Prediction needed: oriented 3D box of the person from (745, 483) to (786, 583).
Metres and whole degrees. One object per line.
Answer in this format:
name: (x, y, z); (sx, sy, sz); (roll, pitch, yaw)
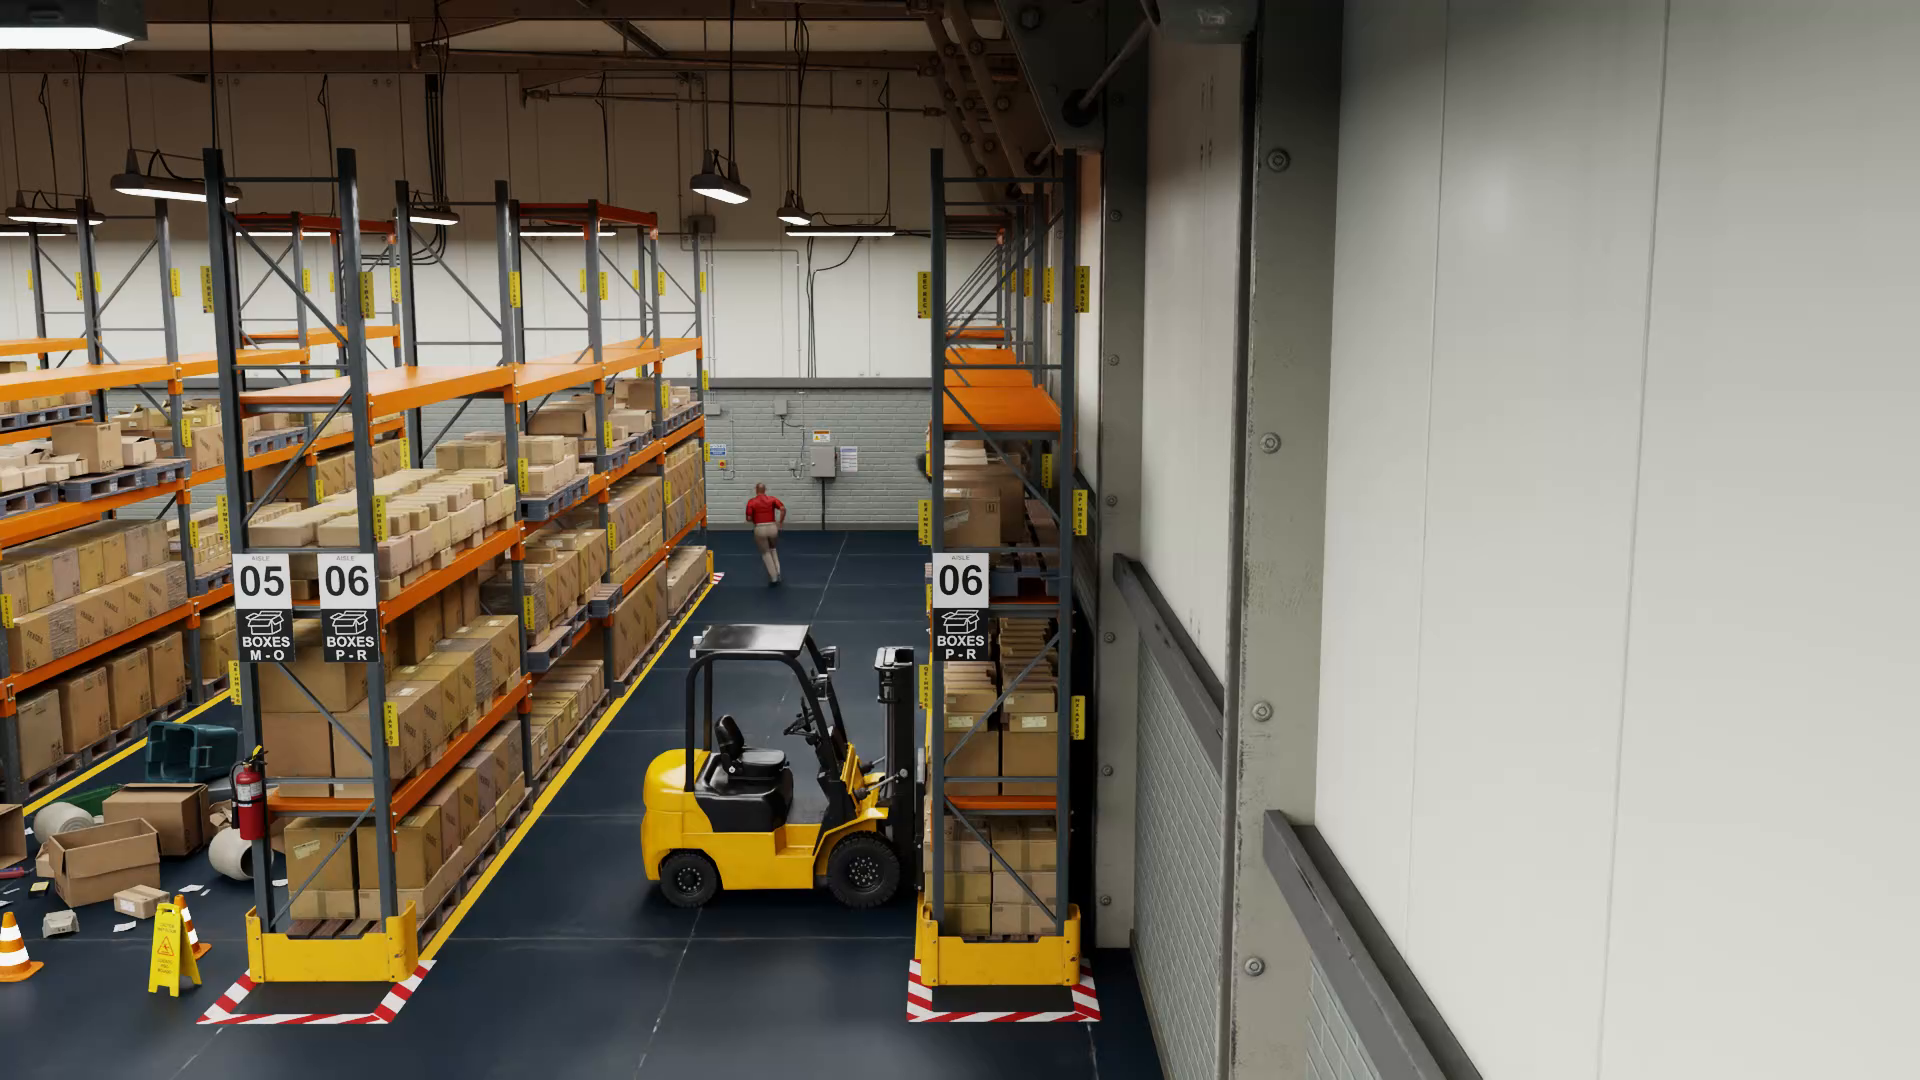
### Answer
person: (-3.267, -0.082, 27.812); (0.643, 1.766, 0.742); (-4, 10, -22)
